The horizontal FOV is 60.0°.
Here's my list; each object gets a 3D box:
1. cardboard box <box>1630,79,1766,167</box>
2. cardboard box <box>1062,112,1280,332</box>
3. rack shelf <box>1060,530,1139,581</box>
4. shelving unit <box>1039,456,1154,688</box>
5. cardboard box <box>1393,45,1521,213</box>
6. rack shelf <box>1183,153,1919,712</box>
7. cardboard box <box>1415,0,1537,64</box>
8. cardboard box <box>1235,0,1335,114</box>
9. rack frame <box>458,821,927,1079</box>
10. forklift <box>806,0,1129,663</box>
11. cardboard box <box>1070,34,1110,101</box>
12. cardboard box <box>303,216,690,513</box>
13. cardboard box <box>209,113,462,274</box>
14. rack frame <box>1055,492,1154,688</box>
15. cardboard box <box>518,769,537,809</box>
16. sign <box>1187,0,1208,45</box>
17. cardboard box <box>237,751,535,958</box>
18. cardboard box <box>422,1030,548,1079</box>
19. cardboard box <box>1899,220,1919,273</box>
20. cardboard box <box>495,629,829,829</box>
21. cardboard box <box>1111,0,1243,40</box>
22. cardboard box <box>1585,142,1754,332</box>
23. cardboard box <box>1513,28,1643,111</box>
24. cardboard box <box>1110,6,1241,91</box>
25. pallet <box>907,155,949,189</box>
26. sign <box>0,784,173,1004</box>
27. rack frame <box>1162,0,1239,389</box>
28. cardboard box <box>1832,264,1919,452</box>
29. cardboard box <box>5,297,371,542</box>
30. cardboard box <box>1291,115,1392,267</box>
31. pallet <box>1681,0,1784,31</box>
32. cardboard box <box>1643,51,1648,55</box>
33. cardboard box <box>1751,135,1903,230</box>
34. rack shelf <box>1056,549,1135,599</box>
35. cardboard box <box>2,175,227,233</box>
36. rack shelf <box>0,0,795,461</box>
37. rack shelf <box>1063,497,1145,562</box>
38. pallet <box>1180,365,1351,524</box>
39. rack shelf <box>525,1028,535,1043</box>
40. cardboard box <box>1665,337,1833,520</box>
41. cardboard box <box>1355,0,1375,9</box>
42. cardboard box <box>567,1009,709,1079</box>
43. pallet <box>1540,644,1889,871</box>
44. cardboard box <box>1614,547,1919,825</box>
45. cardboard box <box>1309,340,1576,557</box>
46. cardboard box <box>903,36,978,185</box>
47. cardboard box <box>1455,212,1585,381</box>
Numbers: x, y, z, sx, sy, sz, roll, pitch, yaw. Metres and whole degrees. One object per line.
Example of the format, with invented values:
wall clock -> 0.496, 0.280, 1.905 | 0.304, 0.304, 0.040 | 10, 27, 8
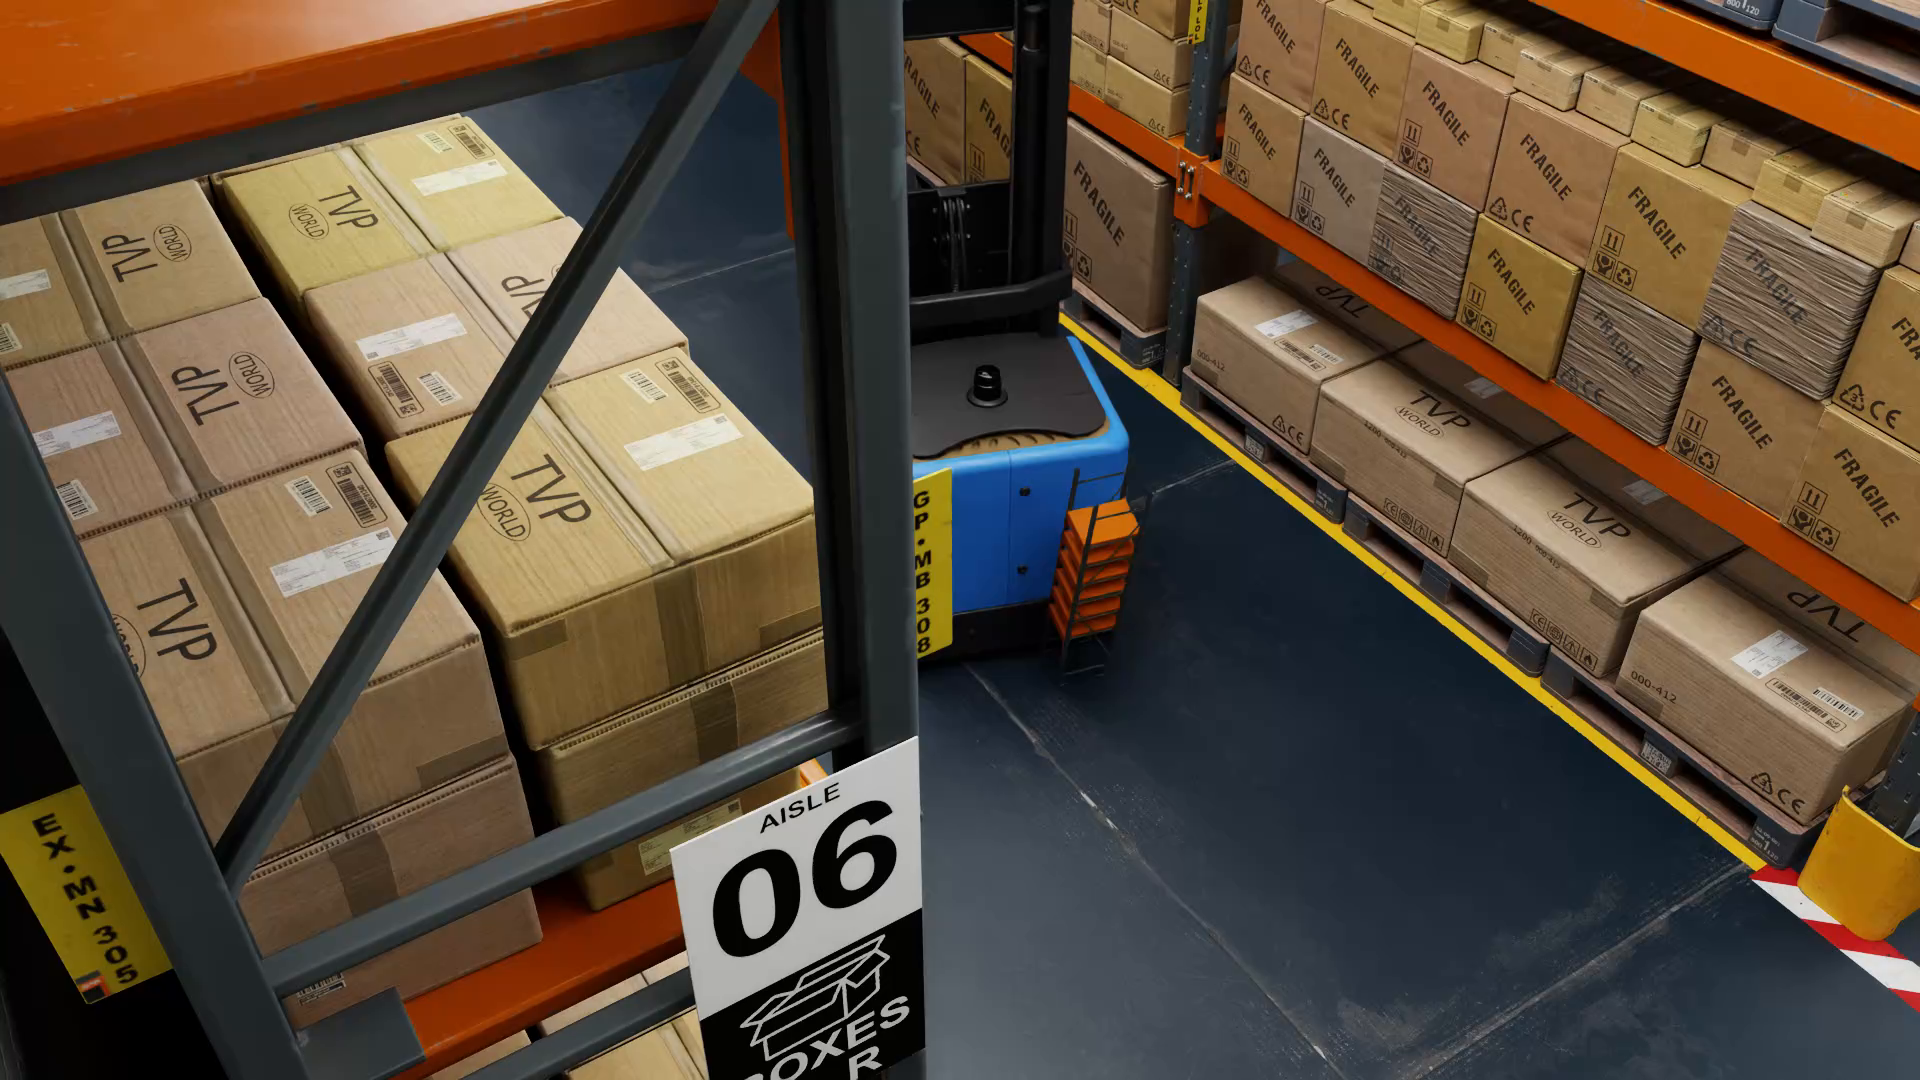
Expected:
cardboard box -> 2.577, -1.458, 5.791 | 0.380, 0.149, 0.250 | -21, 44, -23
cardboard box -> 1.119, -1.803, 8.902 | 0.875, 0.875, 0.875 | -21, 44, -23
rack shelf -> 0.541, 0.033, 6.464 | 0.258, 0.103, 0.180 | -13, 54, -15
shelving unit -> 0.527, 0.154, 6.617 | 0.258, 1.200, 0.189 | -13, 54, -15
cardboard box -> 2.104, -1.677, 6.561 | 0.500, 0.500, 0.500 | -21, 44, -24
rack shelf -> 2.596, -0.795, 6.922 | 1.077, 0.370, 4.000 | -22, 45, -24
cardboard box -> 1.996, -1.998, 6.438 | 0.380, 0.149, 0.250 | -23, 45, -26
cardboard box -> 1.572, -2.233, 7.227 | 0.500, 0.500, 0.500 | -22, 45, -24
rack frame -> -0.512, 1.719, 3.344 | 1.000, 3.000, 0.127 | -22, 45, -24
forklift -> -0.145, -1.553, 7.324 | 1.130, 2.935, 3.031 | -9, 41, -10
cardboard box -> 0.794, -2.524, 8.552 | 0.500, 0.250, 0.500 | -23, 45, -25
cardboard box -> -0.797, -0.289, 2.905 | 0.500, 0.250, 0.500 | -23, 45, -25
cardboard box -> -1.361, -0.827, 3.550 | 0.500, 0.250, 0.500 | -21, 44, -23
rack frame -> 0.557, 0.223, 6.565 | 0.240, 1.200, 0.006 | -13, 54, -15
cardboard box -> -0.650, 0.279, 2.926 | 0.380, 0.149, 0.250 | -21, 44, -24
sign -> 1.068, -2.373, 7.412 | 0.100, 0.325, 0.005 | -22, 45, -24
cardboard box -> -0.981, 0.364, 2.512 | 0.500, 0.250, 0.500 | -23, 45, -25
cardboard box -> -1.259, 1.227, 3.819 | 0.500, 0.250, 0.500 | -22, 45, -24
cardboard box -> 3.152, -0.917, 5.141 | 0.380, 0.149, 0.250 | -21, 44, -24
cardboard box -> -0.520, 0.176, 2.737 | 0.500, 0.250, 0.500 | -23, 45, -25
cardboard box -> 1.068, -2.728, 7.821 | 0.500, 0.500, 0.500 | -21, 44, -23
cardboard box -> 2.642, -1.132, 5.907 | 0.500, 0.500, 0.500 | -22, 45, -25
cardboard box -> 2.274, -1.734, 6.122 | 0.380, 0.149, 0.250 | -22, 45, -24
cardboard box -> 1.078, -2.439, 8.061 | 0.500, 0.250, 0.500 | -22, 45, -24
pallet -> 0.382, -2.129, 10.140 | 1.003, 0.211, 1.213 | -22, 45, -24
sign -> -0.991, 0.407, 1.884 | 0.100, 0.325, 0.005 | -22, 45, -24
rack frame -> 1.520, -2.151, 7.988 | 1.000, 3.000, 0.127 | -22, 45, -24
cardboard box -> 3.211, -0.592, 5.259 | 0.500, 0.500, 0.500 | -21, 44, -23
cardboard box -> -1.266, -0.107, 2.686 | 0.500, 0.250, 0.500 | -24, 45, -26
cardboard box -> 1.819, -1.573, 7.216 | 0.500, 0.500, 0.500 | -22, 45, -24
pallet -> 2.603, -2.166, 5.732 | 1.003, 0.211, 1.213 | -22, 45, -24
cardboard box -> 2.733, -1.926, 6.353 | 0.380, 0.149, 0.250 | -22, 45, -24
cardboard box -> 2.842, -1.177, 5.454 | 0.380, 0.149, 0.250 | -21, 44, -23
rack shelf -> 0.532, 0.107, 6.558 | 0.258, 0.103, 0.180 | -13, 54, -15
cardboard box -> -1.798, -0.661, 3.351 | 0.500, 0.250, 0.500 | -22, 45, -24
rack shelf -> -1.587, -1.388, 2.950 | 1.077, 0.370, 4.000 | -22, 45, -24
rack shelf -> 0.550, -0.042, 6.370 | 0.258, 0.103, 0.180 | -13, 54, -15
pallet -> 1.863, -0.642, 8.355 | 1.003, 0.211, 1.213 | -22, 45, -24
rack shelf -> -1.587, 0.916, 4.870 | 1.077, 0.370, 4.000 | -22, 45, -24
cardboard box -> 2.931, -0.475, 5.899 | 0.500, 0.500, 0.500 | -23, 45, -25
cardboard box -> 1.795, -2.306, 6.809 | 0.380, 0.149, 0.250 | -23, 45, -25
cardboard box -> -0.529, 1.325, 3.702 | 0.500, 0.250, 0.500 | -22, 45, -24
pallet -> 3.175, 0.675, 6.775 | 1.003, 0.211, 1.213 | -22, 45, -24
cardboard box -> 3.232, 0.510, 6.469 | 0.875, 0.438, 0.875 | -24, 45, -26
cardboard box -> 2.249, -0.469, 7.643 | 0.875, 0.438, 0.875 | -24, 45, -26
cardboard box -> 0.147, -2.770, 10.063 | 0.875, 0.875, 0.875 | -22, 44, -24
cardboard box -> 2.358, -1.024, 6.557 | 0.500, 0.500, 0.500 | -21, 44, -23
